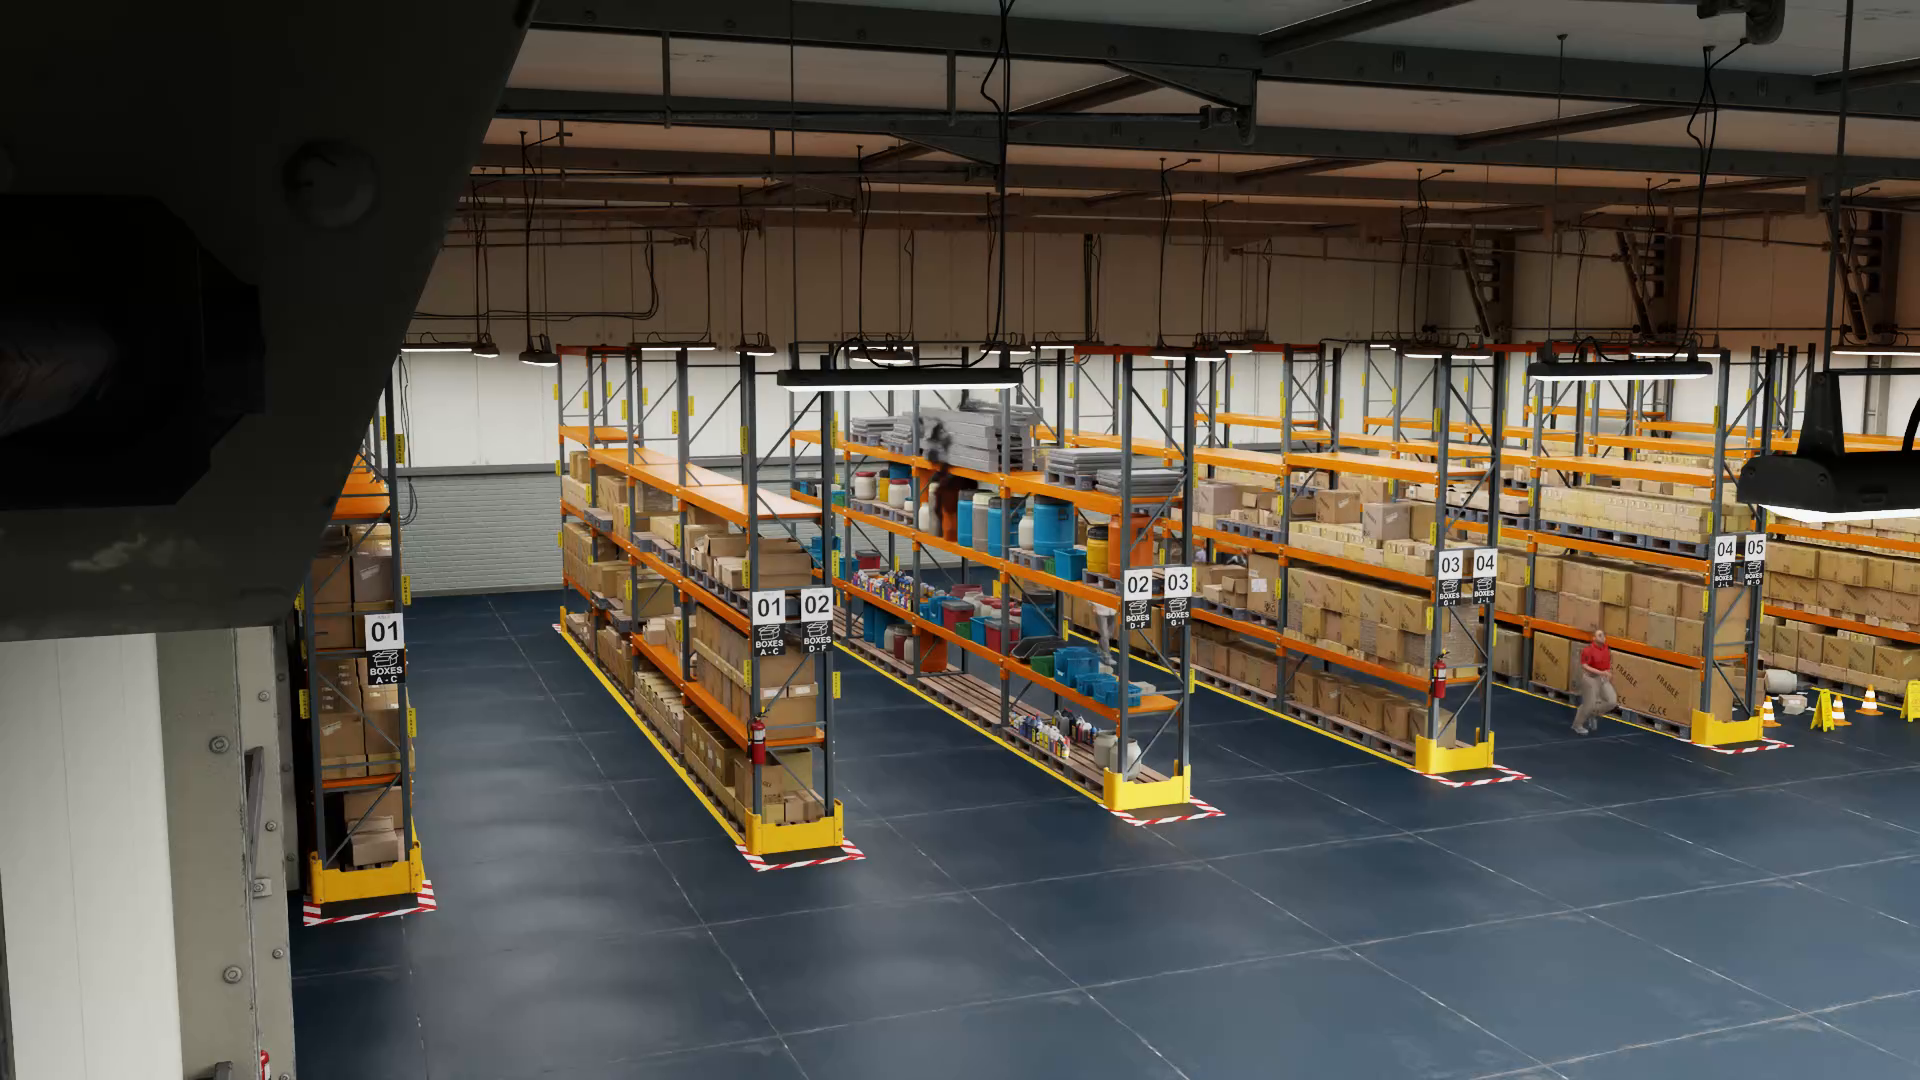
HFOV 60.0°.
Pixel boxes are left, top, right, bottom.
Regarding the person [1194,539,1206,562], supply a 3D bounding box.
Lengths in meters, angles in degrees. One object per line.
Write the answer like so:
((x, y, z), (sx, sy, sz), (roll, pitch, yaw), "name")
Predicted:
((5.470, 0.803, 37.176), (0.613, 1.675, 0.939), (-2, 8, -19), "person")

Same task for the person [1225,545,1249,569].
((6.036, 0.958, 35.541), (0.627, 1.773, 0.869), (-3, 8, -21), "person")

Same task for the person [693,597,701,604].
((-5.265, 1.252, 34.017), (0.555, 1.549, 0.480), (-6, 9, -38), "person")

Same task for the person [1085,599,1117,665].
((2.636, 1.355, 30.099), (0.667, 1.789, 0.852), (-3, 8, -24), "person")

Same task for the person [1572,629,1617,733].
((9.940, 2.206, 25.896), (0.687, 1.681, 0.769), (-3, 8, -24), "person")
